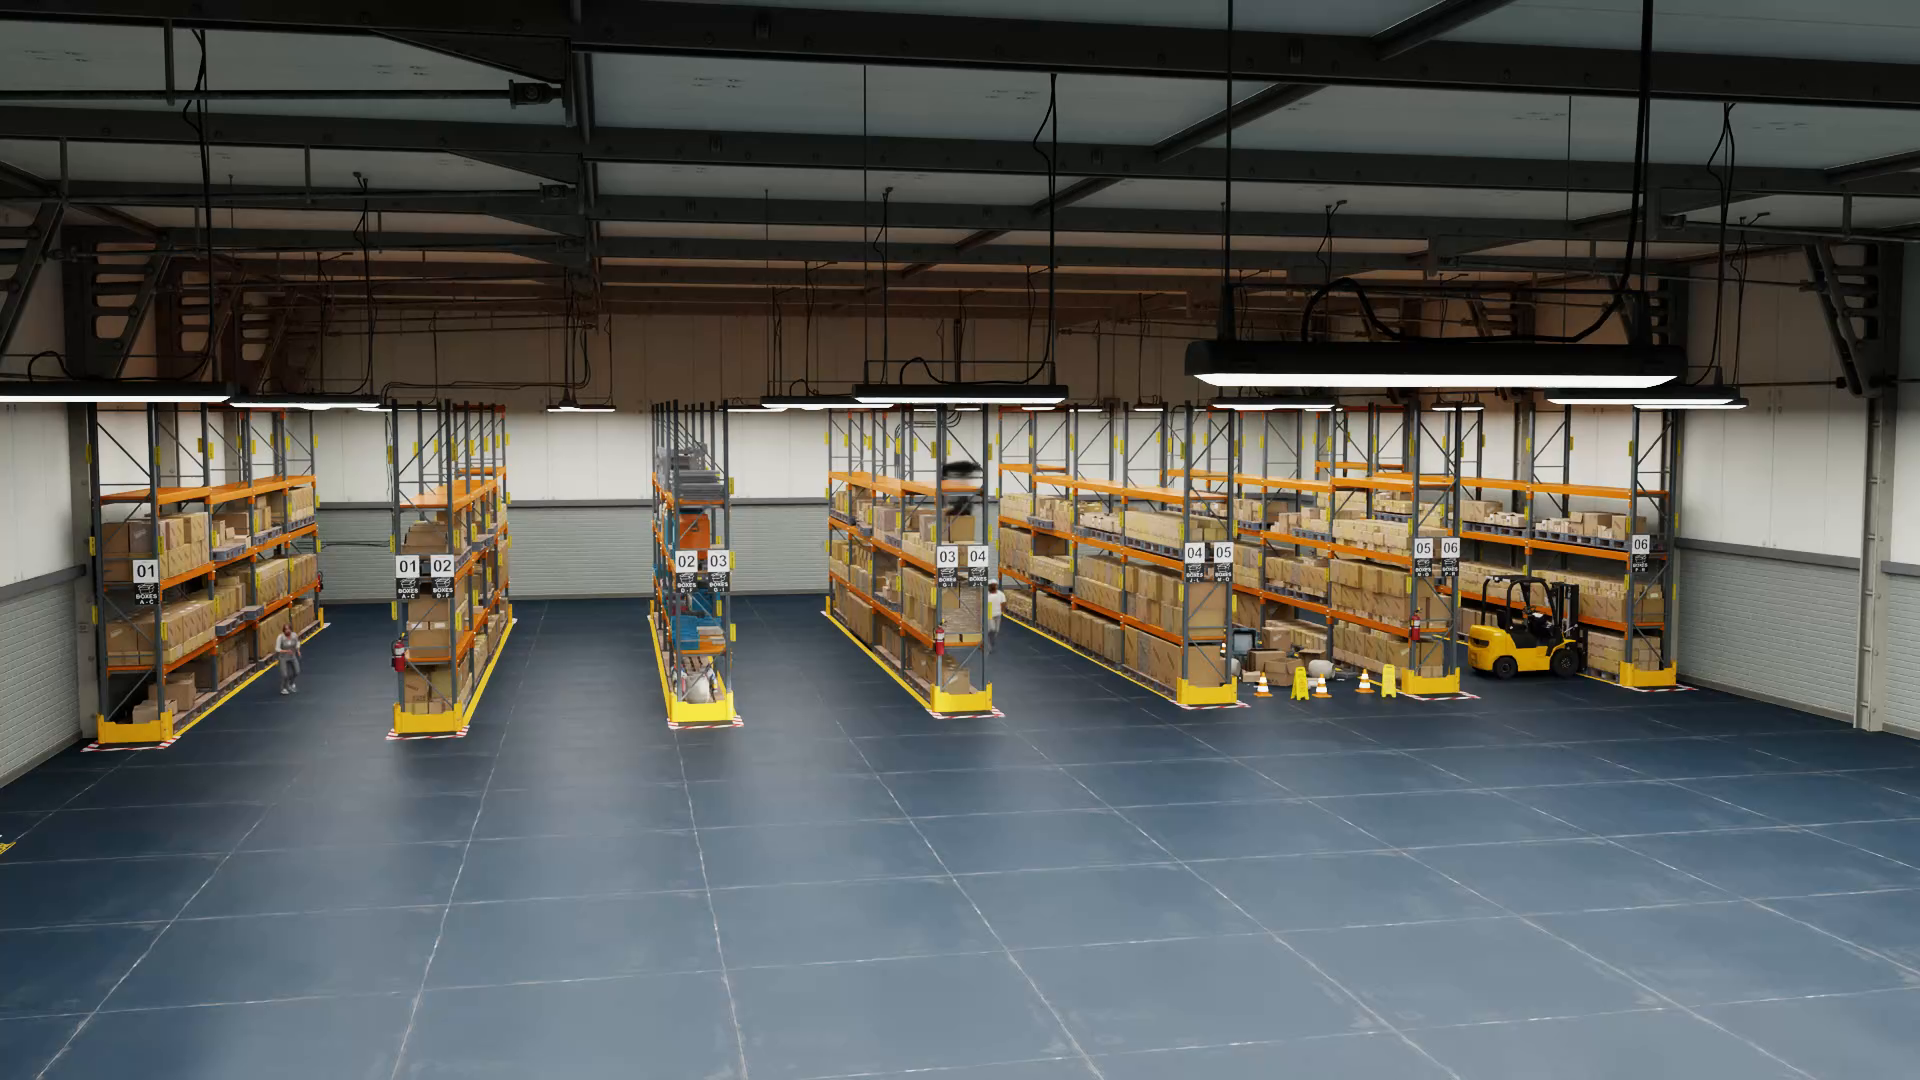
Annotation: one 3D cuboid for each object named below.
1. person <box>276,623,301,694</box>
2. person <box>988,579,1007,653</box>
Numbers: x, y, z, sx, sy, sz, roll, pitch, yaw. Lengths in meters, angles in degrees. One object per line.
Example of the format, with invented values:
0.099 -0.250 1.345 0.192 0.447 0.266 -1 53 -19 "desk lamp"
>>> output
-13.677 2.424 33.872 0.544 1.495 0.800 -3 5 -38 "person"
0.800 1.828 40.042 0.671 1.789 0.725 -2 5 -22 "person"
